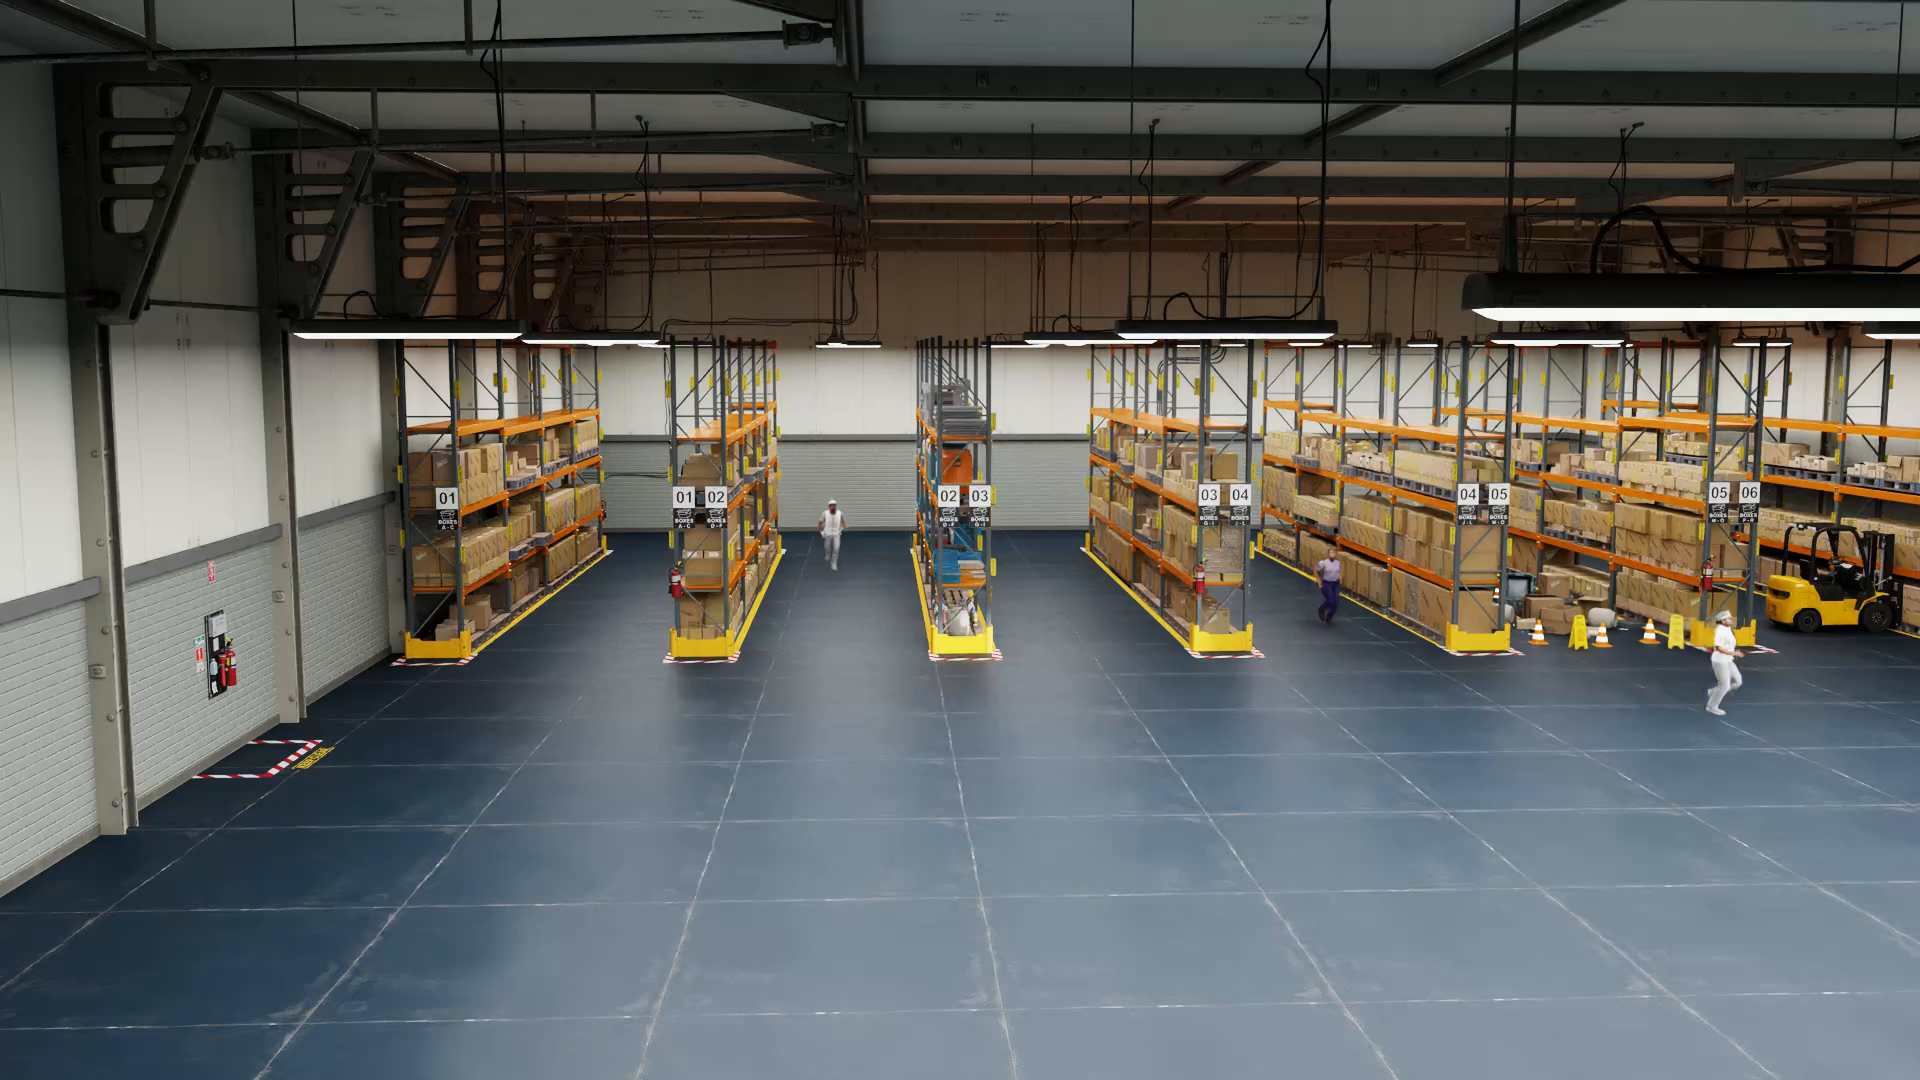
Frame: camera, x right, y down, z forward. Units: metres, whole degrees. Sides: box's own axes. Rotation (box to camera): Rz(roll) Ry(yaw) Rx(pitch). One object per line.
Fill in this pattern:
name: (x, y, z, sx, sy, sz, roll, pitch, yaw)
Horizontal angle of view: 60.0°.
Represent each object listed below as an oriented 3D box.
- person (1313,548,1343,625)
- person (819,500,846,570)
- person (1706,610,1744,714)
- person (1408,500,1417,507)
person: (7.768, 1.022, 34.806, 0.595, 1.526, 0.535, -2, 7, -17)
person: (-3.187, -0.136, 41.626, 0.683, 1.720, 0.716, -1, 7, -6)
person: (12.077, 1.922, 26.212, 0.537, 1.671, 0.591, 5, 8, 37)
person: (13.515, -0.649, 49.475, 0.711, 1.565, 0.582, 0, 7, 4)
